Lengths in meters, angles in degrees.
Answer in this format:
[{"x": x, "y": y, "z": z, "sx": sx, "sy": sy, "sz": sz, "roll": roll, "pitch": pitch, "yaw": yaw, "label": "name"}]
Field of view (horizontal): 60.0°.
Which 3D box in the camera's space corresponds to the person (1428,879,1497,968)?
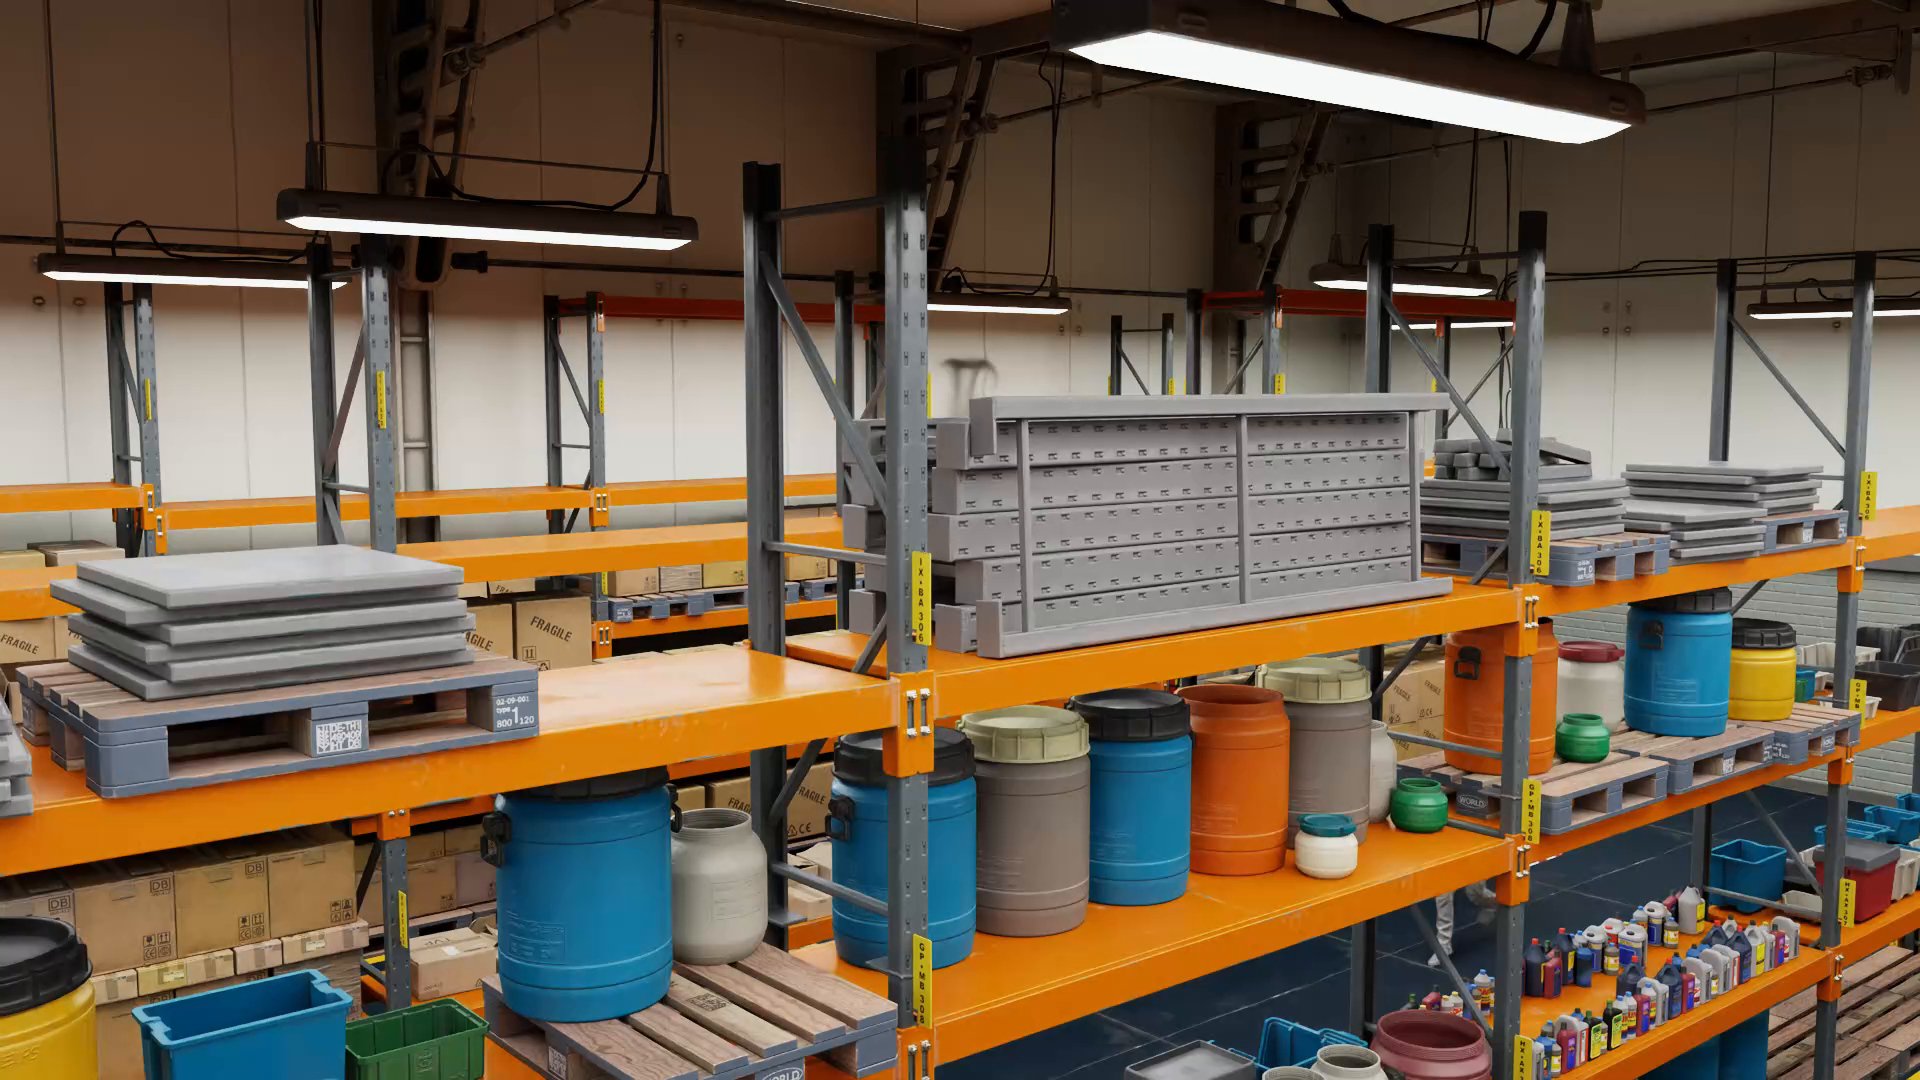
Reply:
[{"x": 4.549, "y": 2.859, "z": 14.977, "sx": 0.681, "sy": 1.770, "sz": 1.125, "roll": 5, "pitch": 8, "yaw": 44, "label": "person"}]
